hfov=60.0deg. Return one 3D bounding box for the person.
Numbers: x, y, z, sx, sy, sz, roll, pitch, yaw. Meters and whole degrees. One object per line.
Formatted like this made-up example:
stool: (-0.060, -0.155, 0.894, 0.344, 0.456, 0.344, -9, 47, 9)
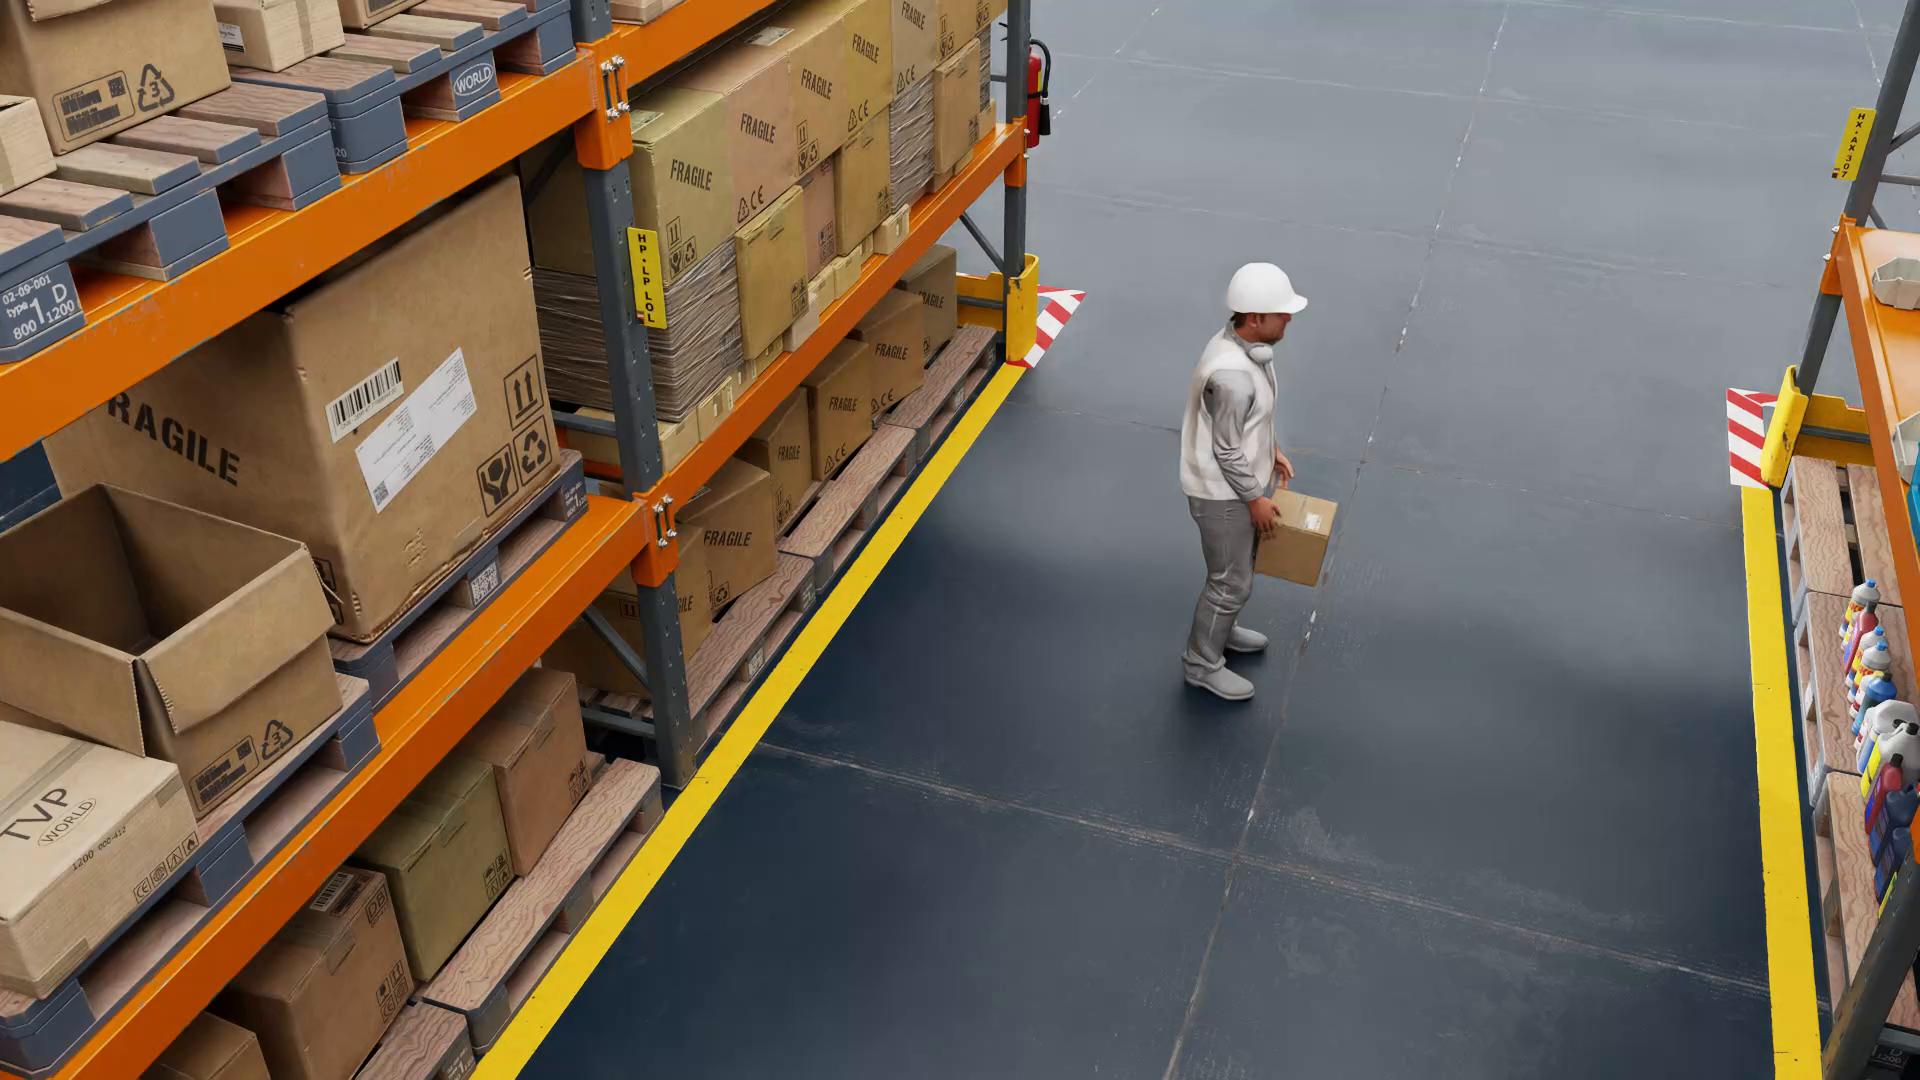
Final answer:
person: (1.070, -0.246, 6.488, 0.433, 1.778, 0.553, 10, 34, 15)
